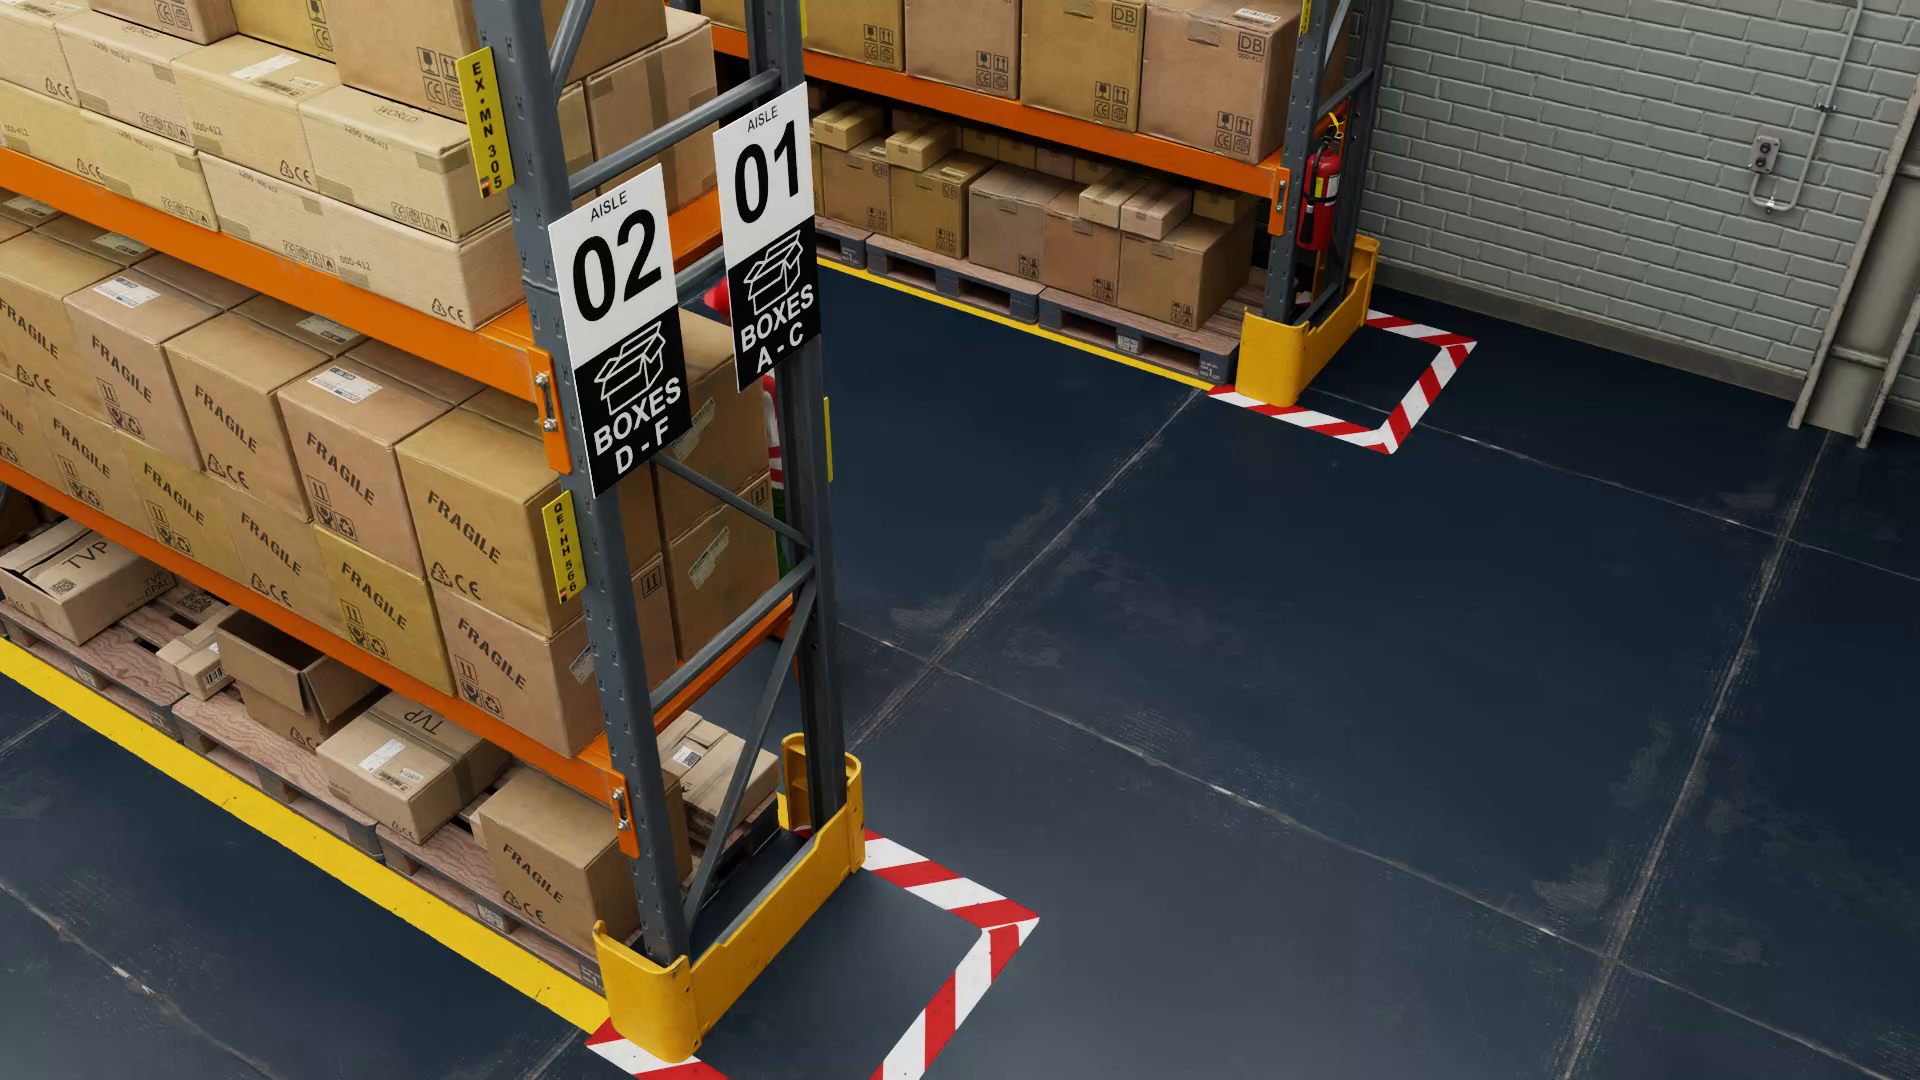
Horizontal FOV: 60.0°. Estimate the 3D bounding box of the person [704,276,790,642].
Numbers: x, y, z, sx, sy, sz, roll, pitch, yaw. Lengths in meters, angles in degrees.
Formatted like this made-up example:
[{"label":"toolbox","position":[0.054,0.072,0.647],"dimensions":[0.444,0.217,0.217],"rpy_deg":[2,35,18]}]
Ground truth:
[{"label":"person","position":[-0.805,-0.345,7.110],"dimensions":[0.451,1.778,0.611],"rpy_deg":[19,42,23]}]
